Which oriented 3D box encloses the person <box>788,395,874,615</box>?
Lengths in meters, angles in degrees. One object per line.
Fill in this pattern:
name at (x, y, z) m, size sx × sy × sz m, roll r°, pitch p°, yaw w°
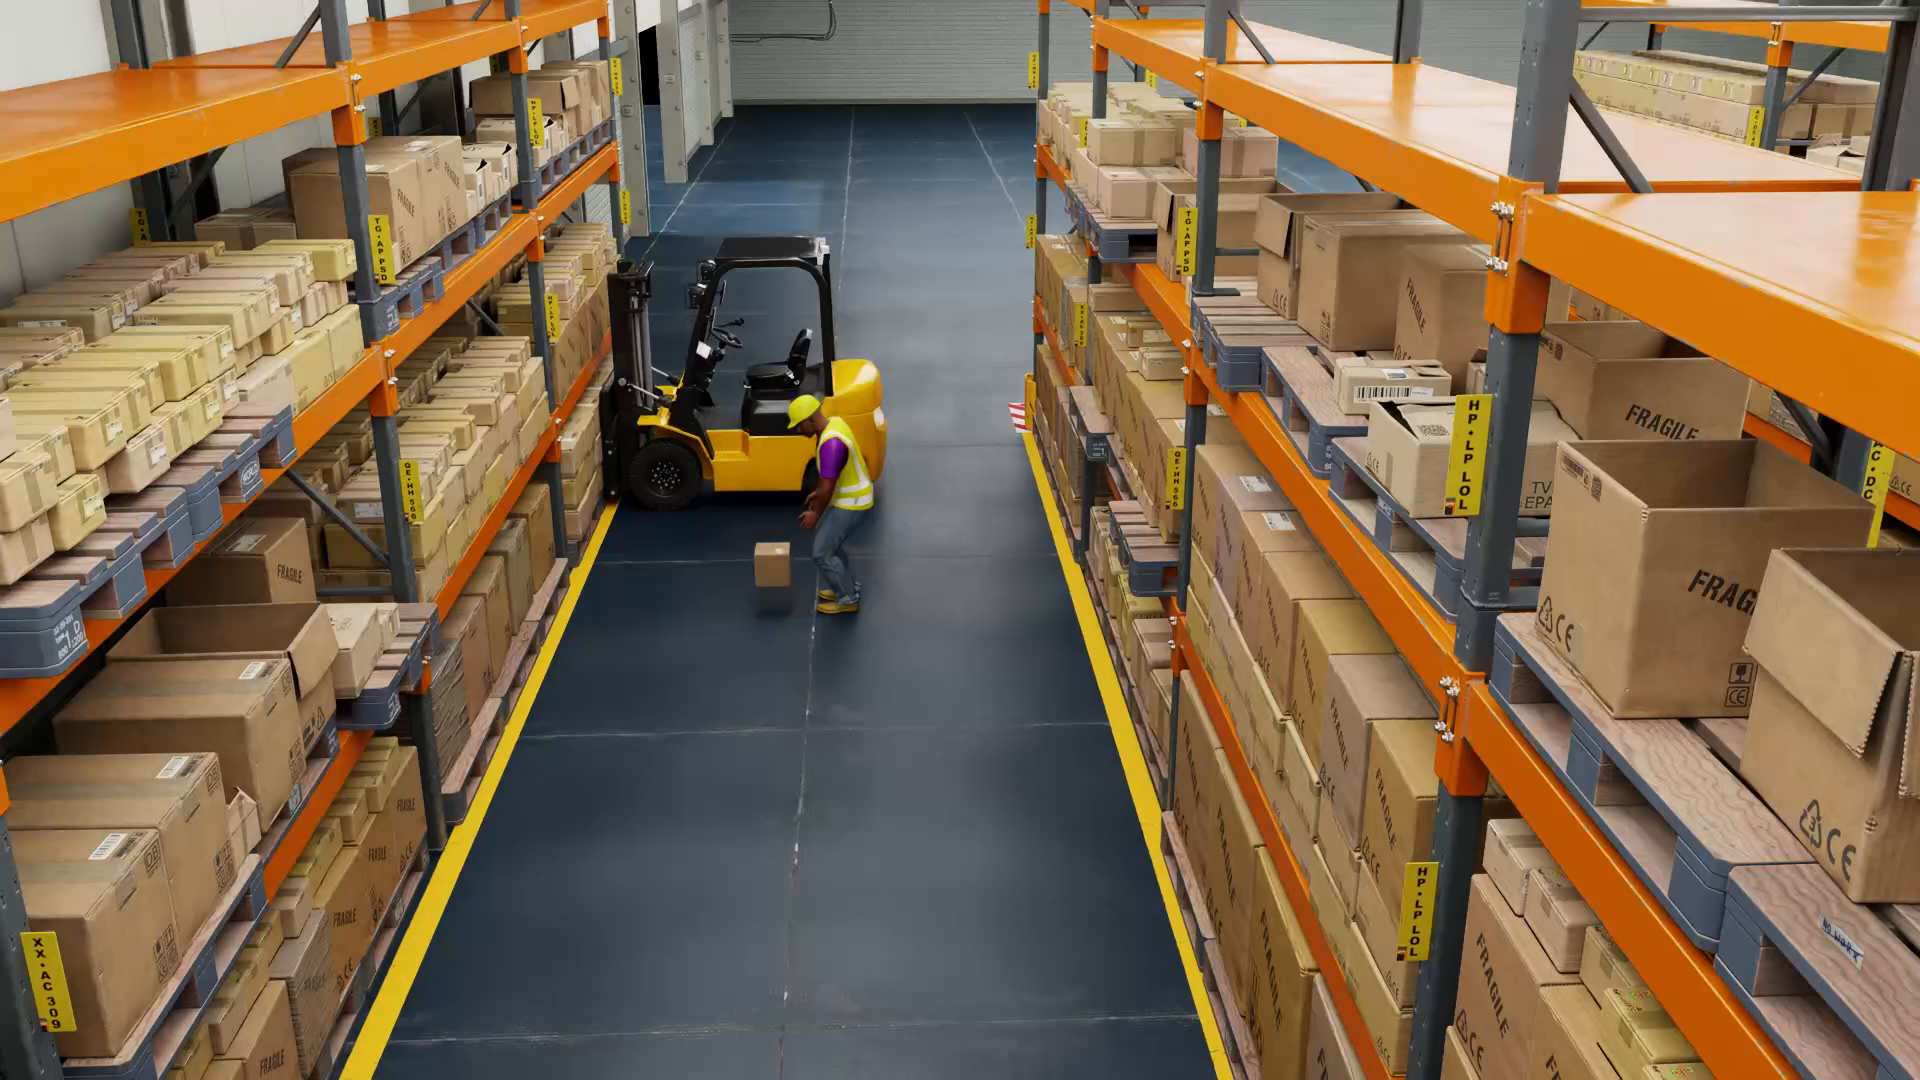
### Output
person at (-0.922, -0.266, 11.987) m, size 0.597 × 1.613 × 0.616 m, roll -1°, pitch 20°, yaw -2°
